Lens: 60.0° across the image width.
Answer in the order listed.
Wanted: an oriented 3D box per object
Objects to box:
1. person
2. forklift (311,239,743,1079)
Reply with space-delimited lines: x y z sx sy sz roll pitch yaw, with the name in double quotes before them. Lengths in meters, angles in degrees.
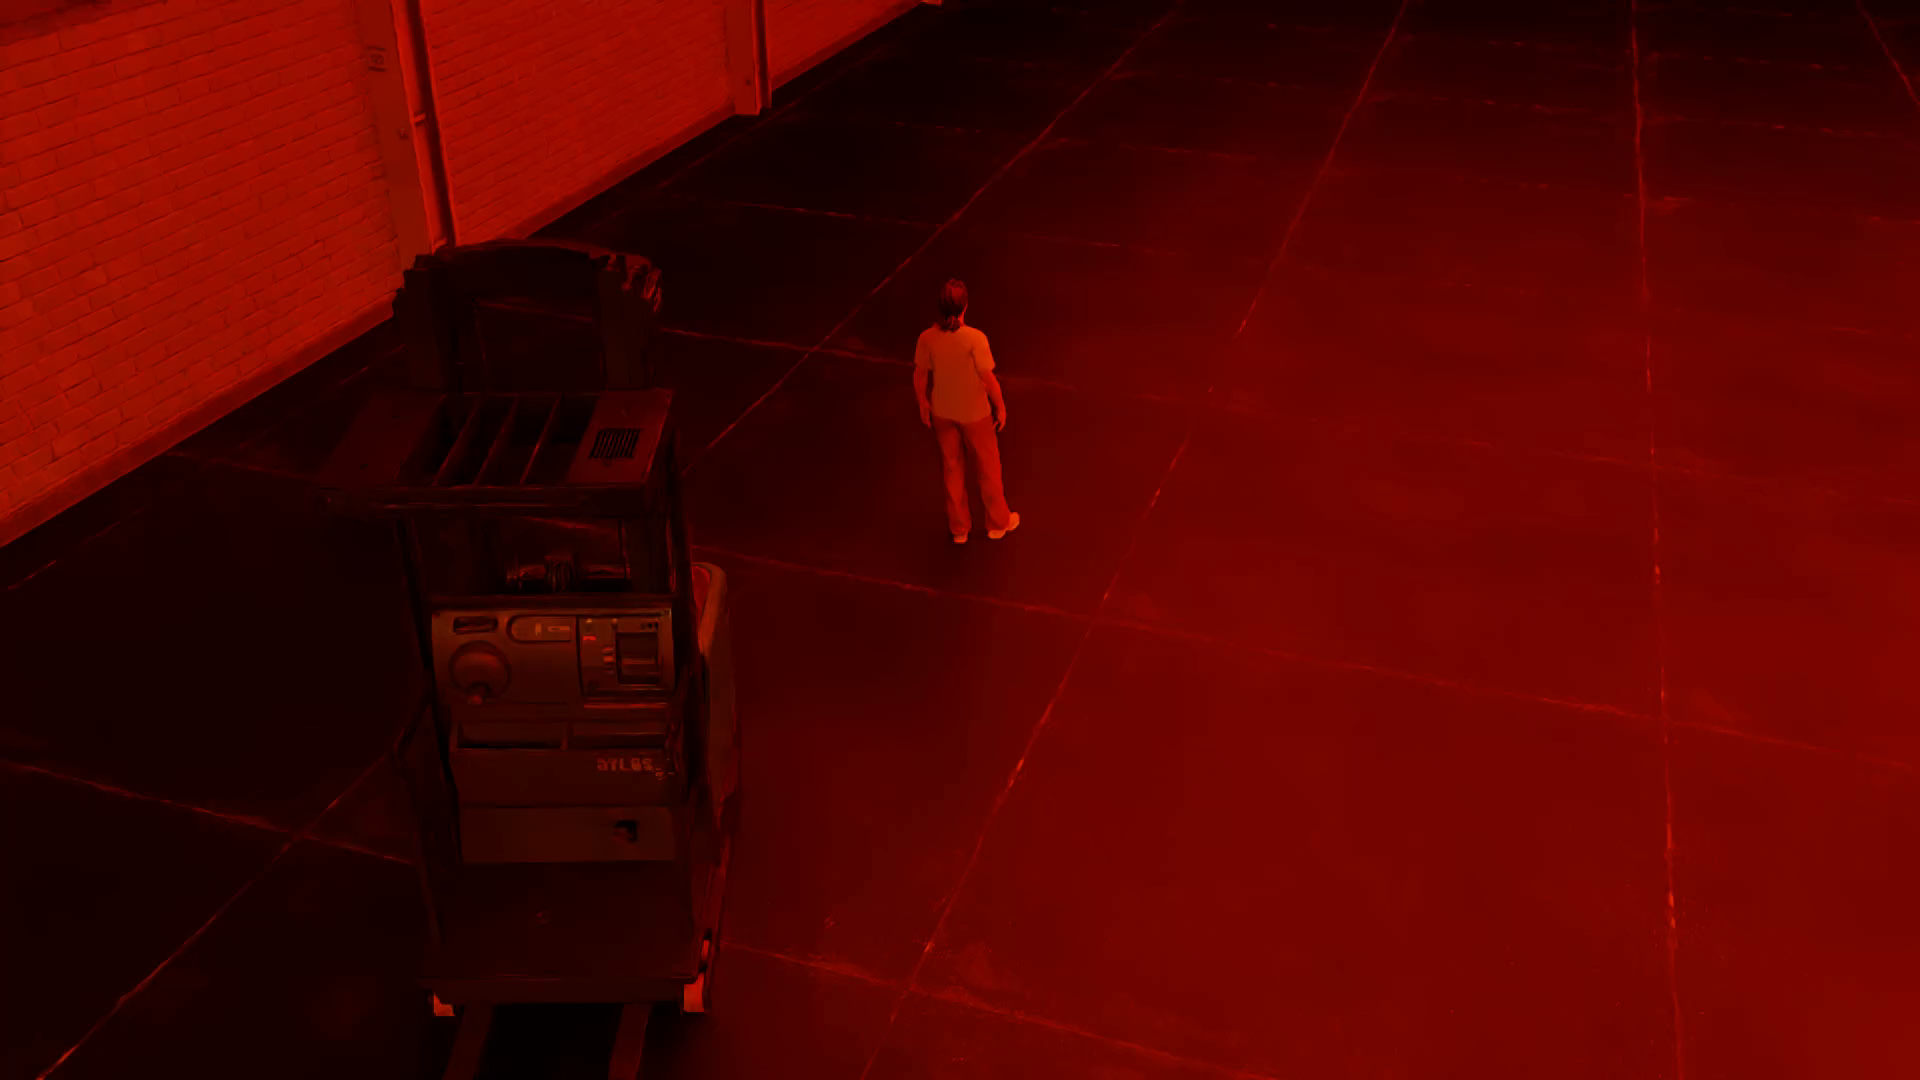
"person" 0.034 -0.762 9.738 0.554 1.663 0.548 10 31 16
"forklift" -1.570 0.493 6.272 1.130 2.935 3.031 -1 30 -1
